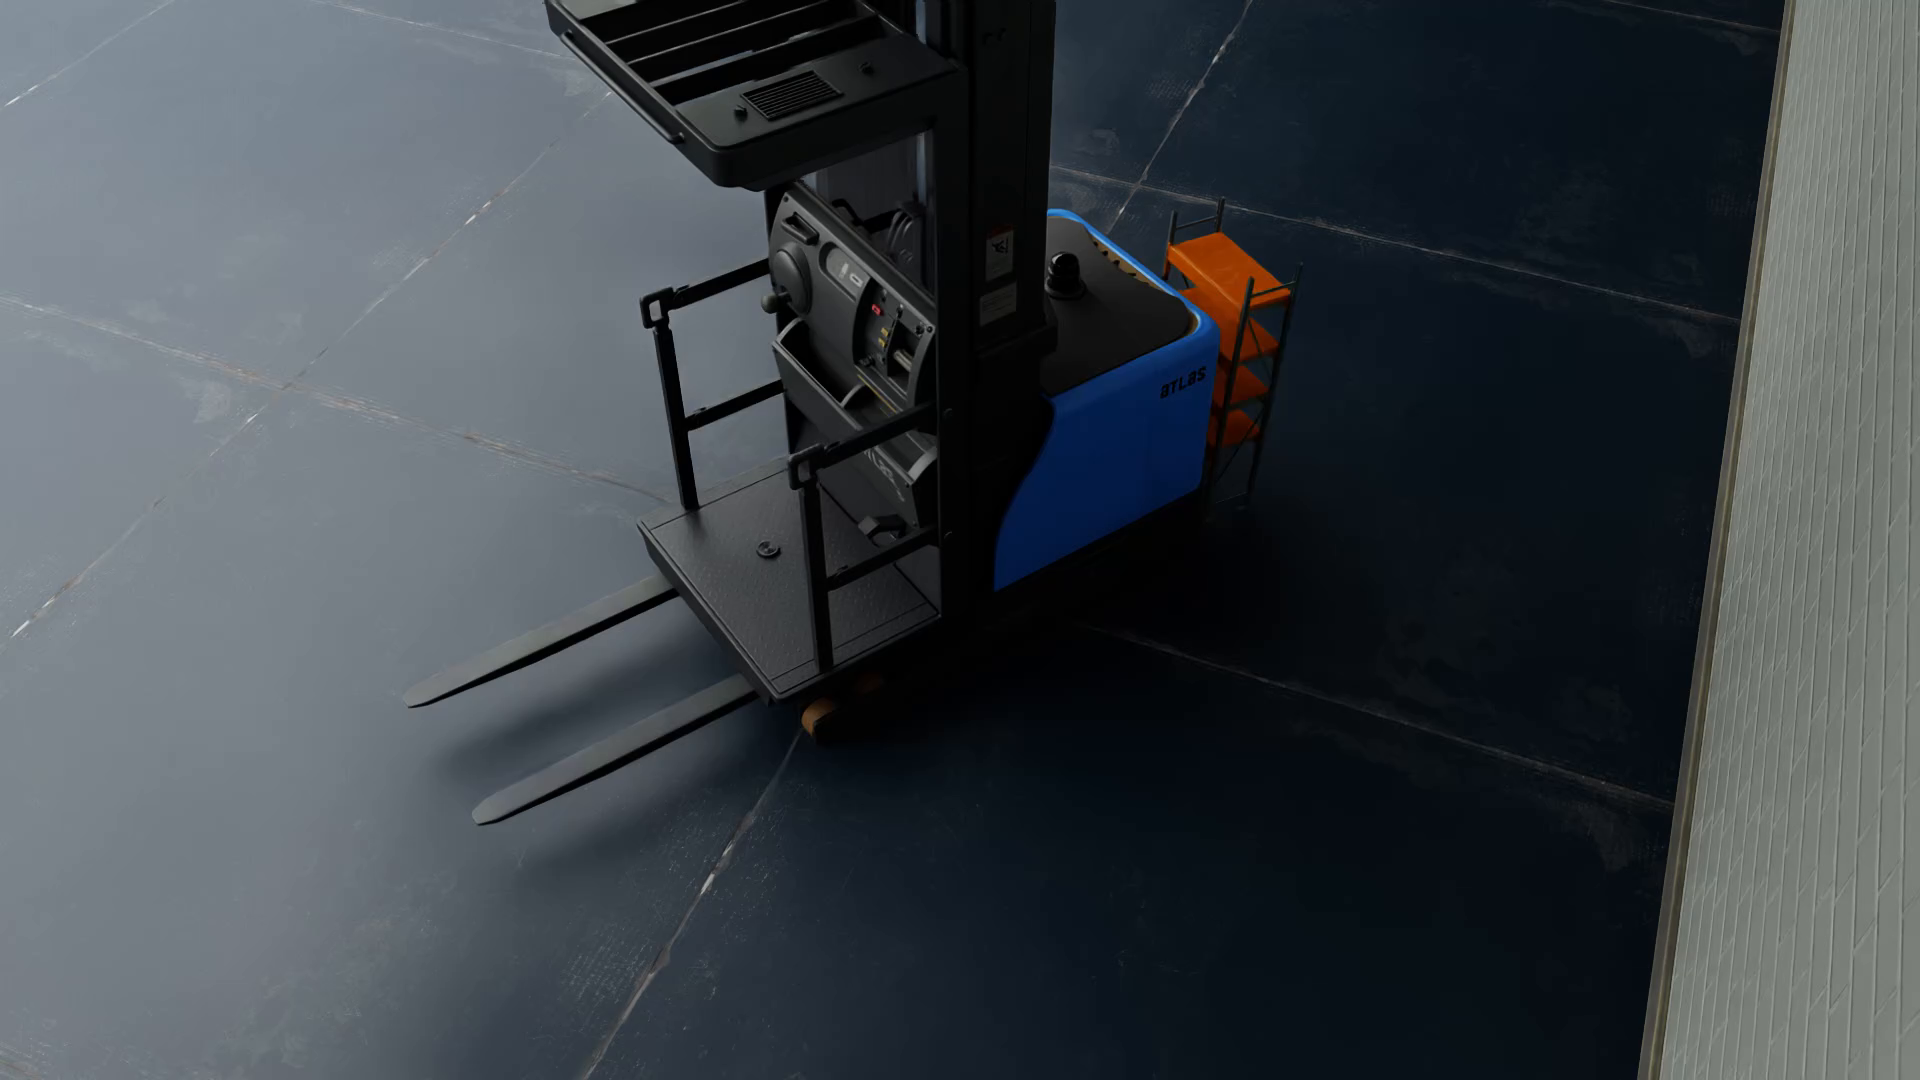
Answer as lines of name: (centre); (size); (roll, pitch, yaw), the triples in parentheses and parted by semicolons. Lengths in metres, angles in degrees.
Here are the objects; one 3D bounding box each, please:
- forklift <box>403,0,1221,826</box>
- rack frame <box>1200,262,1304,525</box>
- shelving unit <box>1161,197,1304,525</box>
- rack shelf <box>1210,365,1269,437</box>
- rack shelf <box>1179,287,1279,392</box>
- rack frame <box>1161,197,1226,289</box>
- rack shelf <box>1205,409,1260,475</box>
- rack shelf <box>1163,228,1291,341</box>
forklift: (-0.538, -0.740, 5.416); (3.031, 2.935, 1.130); (-26, 50, -24)
rack frame: (1.116, -0.539, 6.431); (0.240, 1.200, 0.015); (-19, 48, -22)
shelving unit: (0.998, -0.689, 6.583); (0.258, 1.200, 0.503); (-19, 48, -22)
rack shelf: (0.995, -0.641, 6.629); (0.258, 0.148, 0.480); (-19, 48, -22)
rack shelf: (1.006, -0.803, 6.475); (0.258, 0.148, 0.480); (-19, 48, -22)
rack frame: (0.881, -0.840, 6.734); (0.240, 1.200, 0.015); (-19, 48, -22)
rack shelf: (0.986, -0.497, 6.765); (0.258, 0.148, 0.480); (-19, 48, -22)
rack shelf: (1.017, -0.975, 6.313); (0.258, 0.148, 0.480); (-19, 48, -22)
